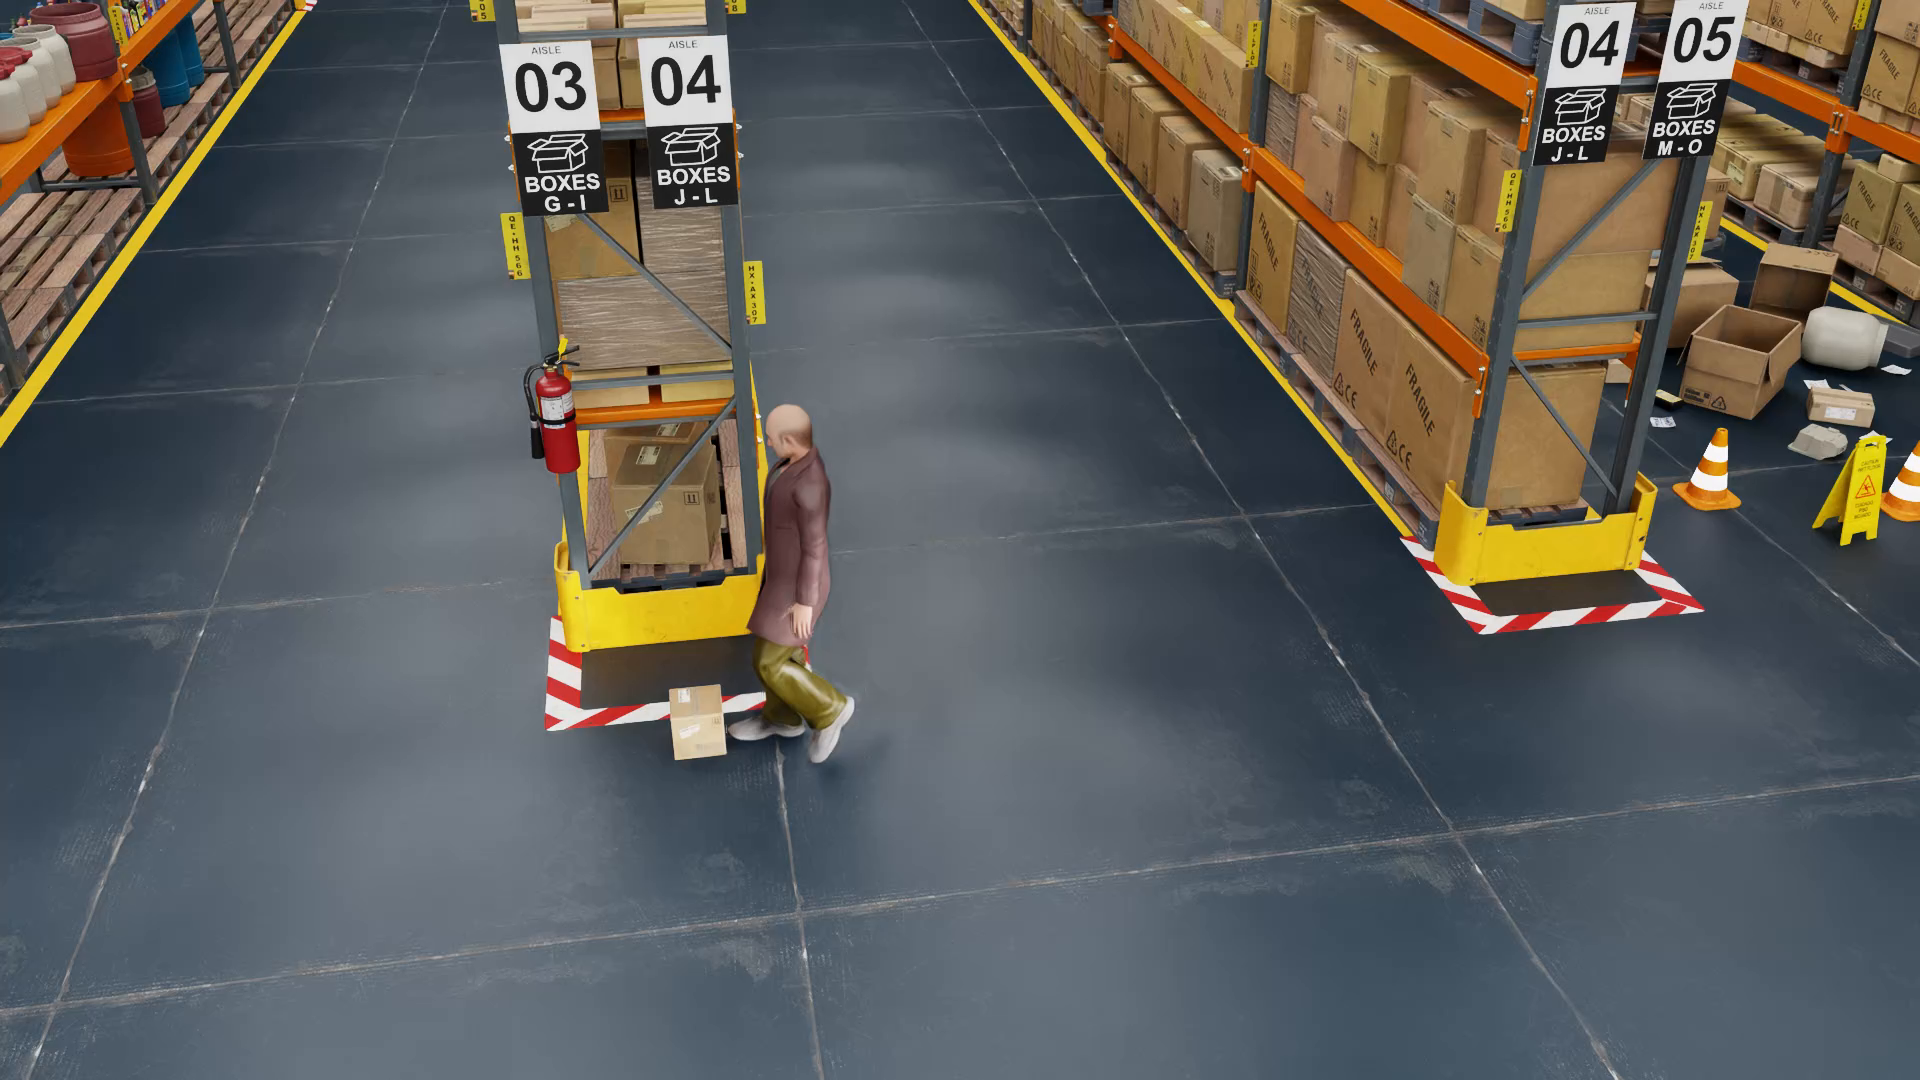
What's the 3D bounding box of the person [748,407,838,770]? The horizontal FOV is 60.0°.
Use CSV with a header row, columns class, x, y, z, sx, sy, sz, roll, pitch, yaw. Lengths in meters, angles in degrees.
class,x,y,z,sx,sy,sz,roll,pitch,yaw
person,-0.827,0.233,7.806,0.445,1.855,0.579,-2,30,-3
